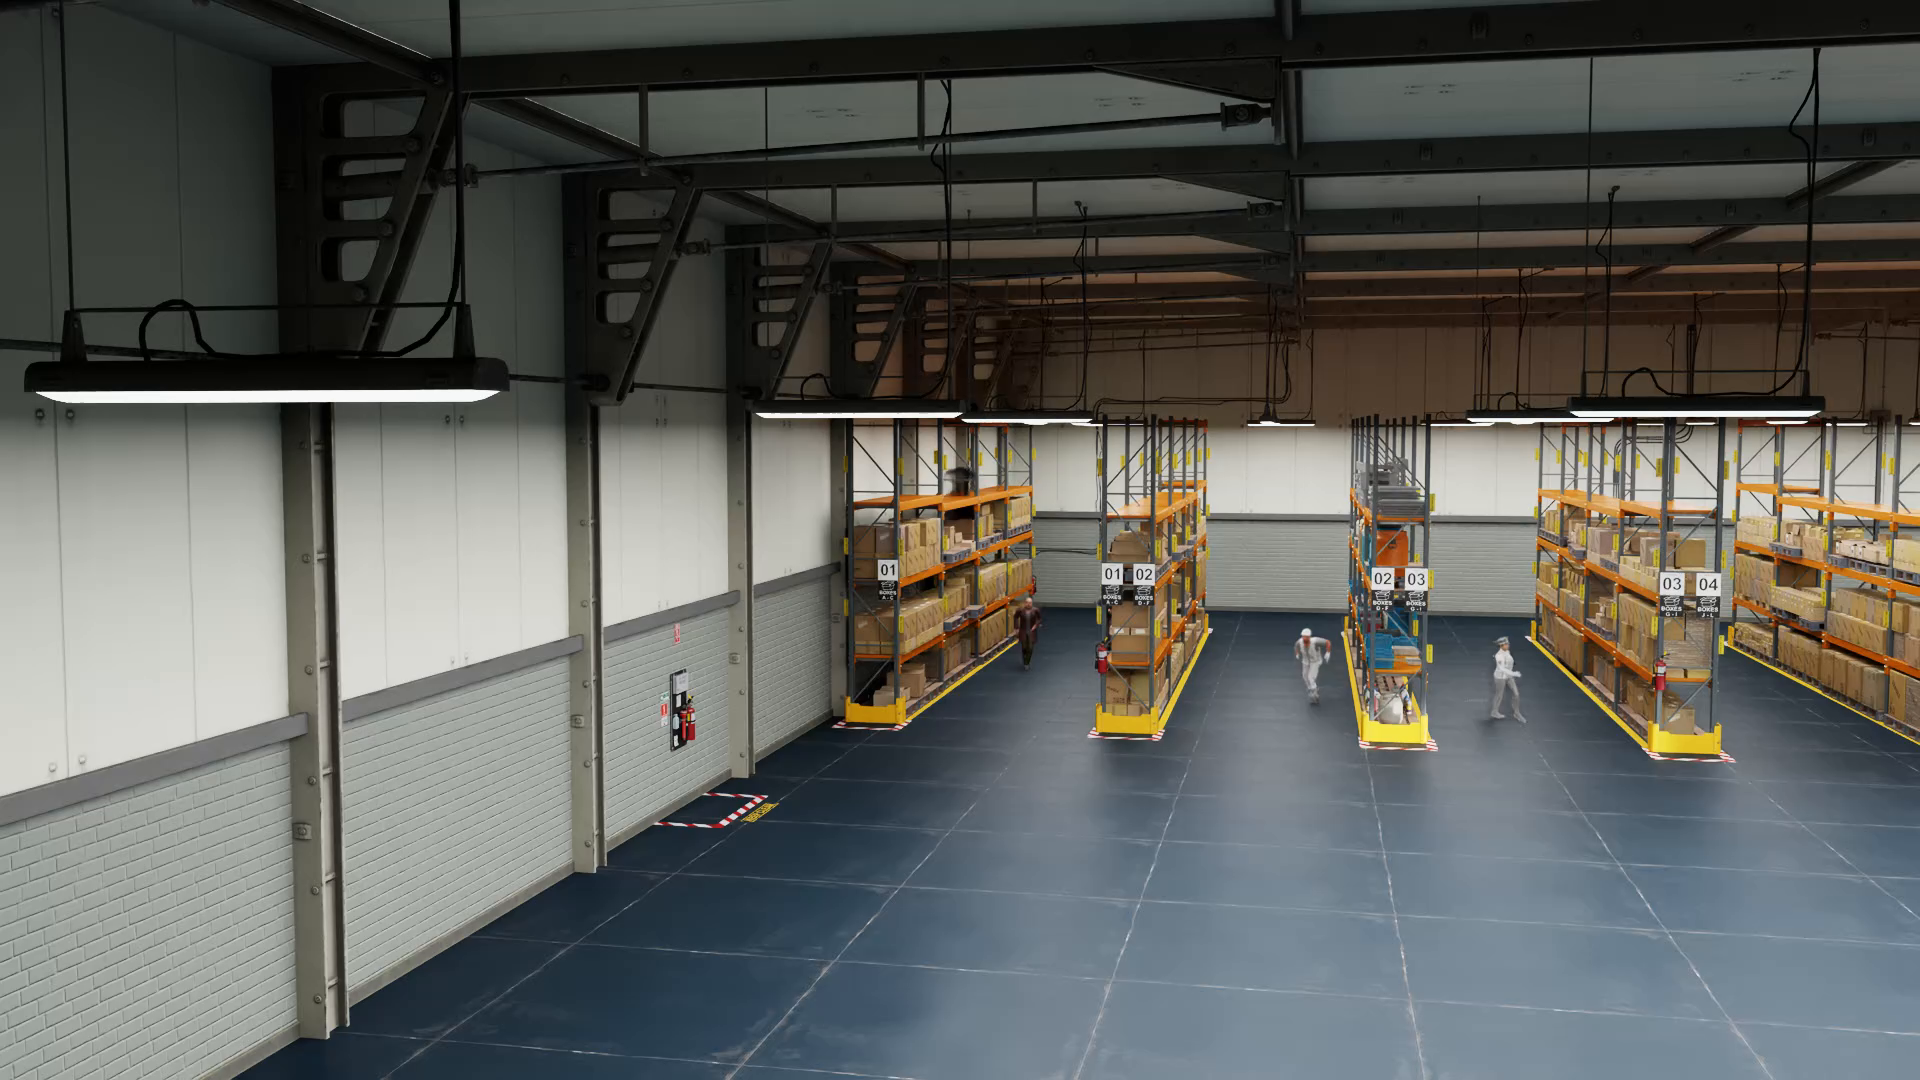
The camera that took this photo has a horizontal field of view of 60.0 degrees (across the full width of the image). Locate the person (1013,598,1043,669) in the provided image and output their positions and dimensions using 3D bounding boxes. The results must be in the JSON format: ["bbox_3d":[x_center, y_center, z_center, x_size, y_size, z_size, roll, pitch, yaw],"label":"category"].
[{"bbox_3d":[1.629,2.226,39.721,0.675,1.712,0.751,0,4,-6],"label":"person"}]

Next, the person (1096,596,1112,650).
[{"bbox_3d":[3.797,2.013,42.788,0.634,1.680,0.649,0,4,7],"label":"person"}]

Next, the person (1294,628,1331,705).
[{"bbox_3d":[7.293,2.614,34.408,0.709,1.627,0.944,2,4,31],"label":"person"}]

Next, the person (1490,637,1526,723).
[{"bbox_3d":[10.650,2.722,32.510,0.594,1.670,0.697,-3,5,-36],"label":"person"}]
